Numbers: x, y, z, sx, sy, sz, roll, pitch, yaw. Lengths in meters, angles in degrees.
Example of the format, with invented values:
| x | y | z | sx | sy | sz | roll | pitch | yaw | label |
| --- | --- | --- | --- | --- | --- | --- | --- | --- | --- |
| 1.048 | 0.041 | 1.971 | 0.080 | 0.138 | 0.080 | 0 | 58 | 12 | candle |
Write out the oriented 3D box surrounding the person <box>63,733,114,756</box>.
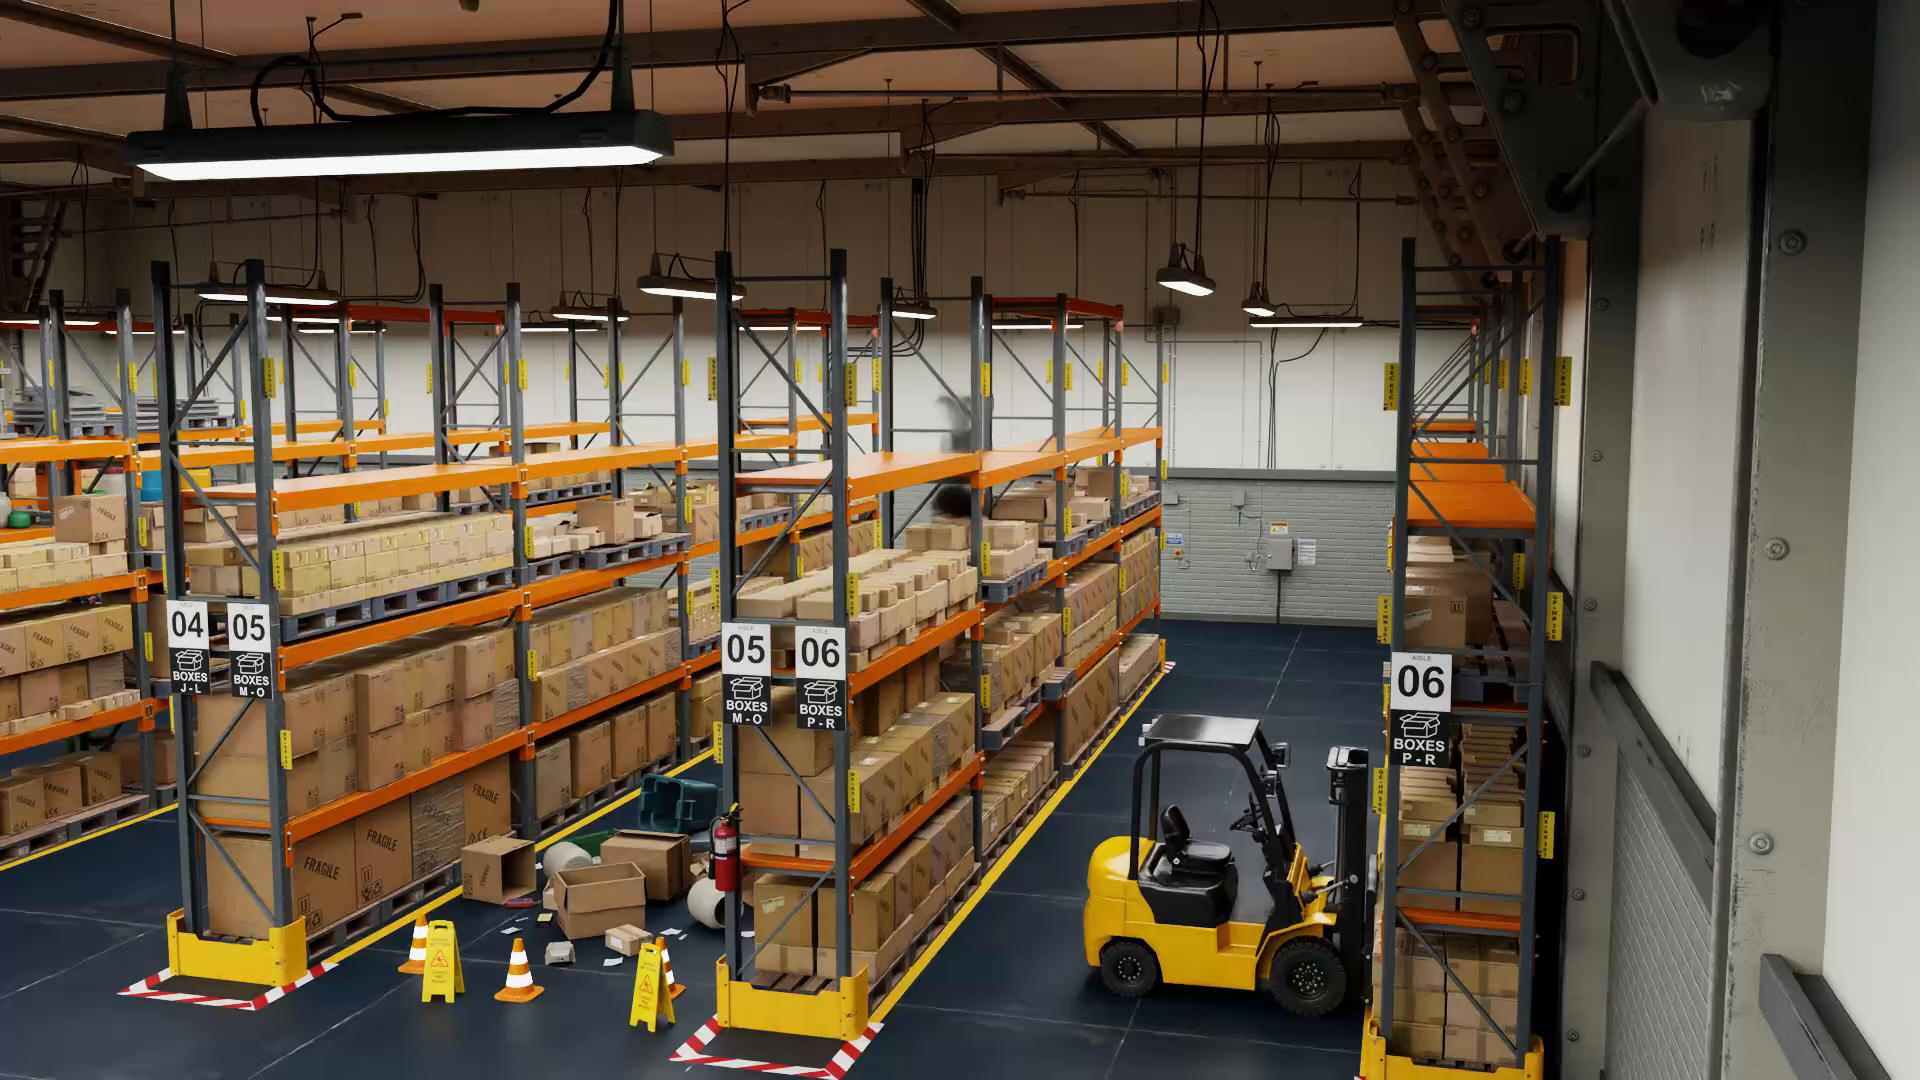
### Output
| x | y | z | sx | sy | sz | roll | pitch | yaw | label |
| --- | --- | --- | --- | --- | --- | --- | --- | --- | --- |
| -10.873 | 2.129 | 20.605 | 0.635 | 1.772 | 1.073 | 1 | 6 | 11 | person |
